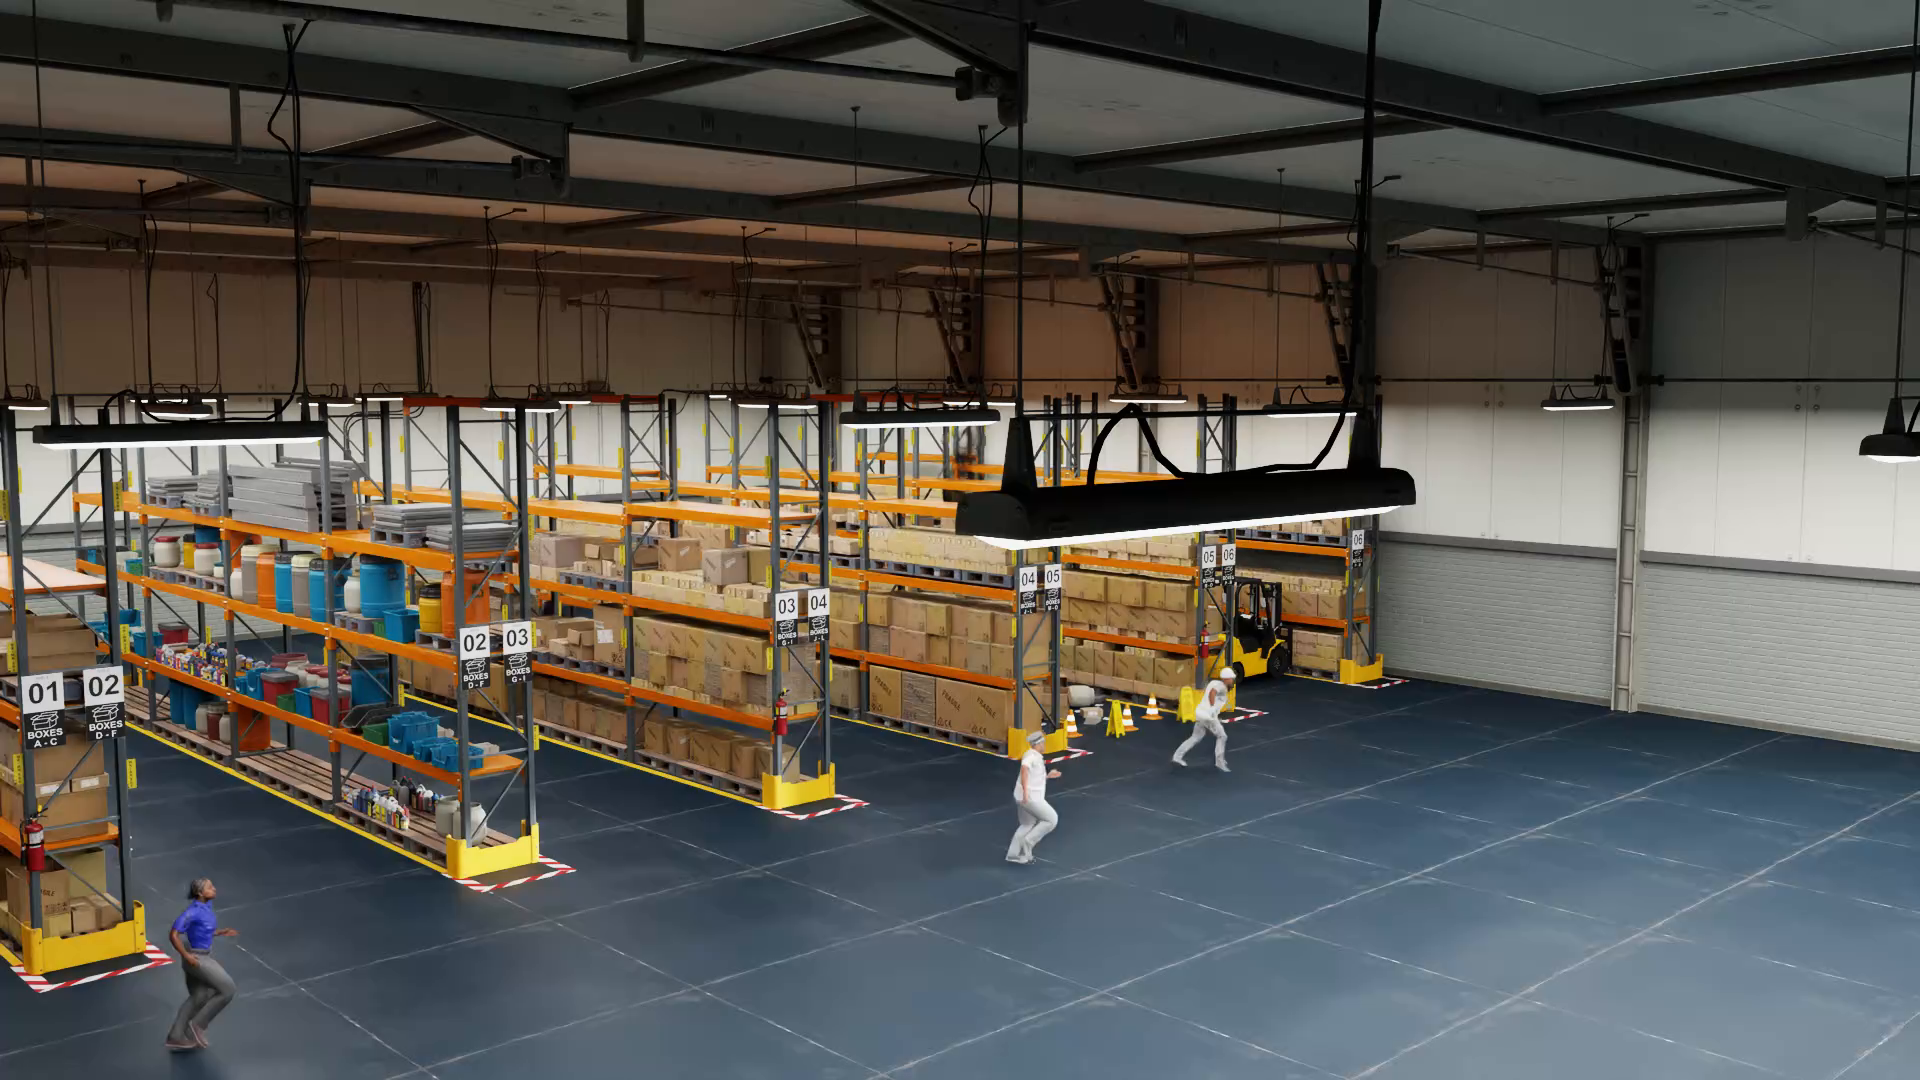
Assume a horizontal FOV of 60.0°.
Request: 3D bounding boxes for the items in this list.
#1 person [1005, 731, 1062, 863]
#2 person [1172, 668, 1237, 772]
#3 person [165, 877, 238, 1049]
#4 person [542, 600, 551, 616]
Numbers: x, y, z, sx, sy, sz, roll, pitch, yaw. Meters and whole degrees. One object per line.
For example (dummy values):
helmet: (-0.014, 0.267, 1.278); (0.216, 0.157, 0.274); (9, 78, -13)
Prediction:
person: (0.969, 3.356, 21.693); (0.779, 1.730, 0.702); (-1, 6, -13)
person: (3.940, 2.928, 26.796); (1.051, 1.730, 0.729); (-1, 6, -6)
person: (-7.191, 3.991, 15.747); (0.670, 1.608, 0.570); (-2, 6, -21)
person: (-10.065, 1.552, 41.072); (0.725, 1.725, 0.734); (-1, 6, -15)
